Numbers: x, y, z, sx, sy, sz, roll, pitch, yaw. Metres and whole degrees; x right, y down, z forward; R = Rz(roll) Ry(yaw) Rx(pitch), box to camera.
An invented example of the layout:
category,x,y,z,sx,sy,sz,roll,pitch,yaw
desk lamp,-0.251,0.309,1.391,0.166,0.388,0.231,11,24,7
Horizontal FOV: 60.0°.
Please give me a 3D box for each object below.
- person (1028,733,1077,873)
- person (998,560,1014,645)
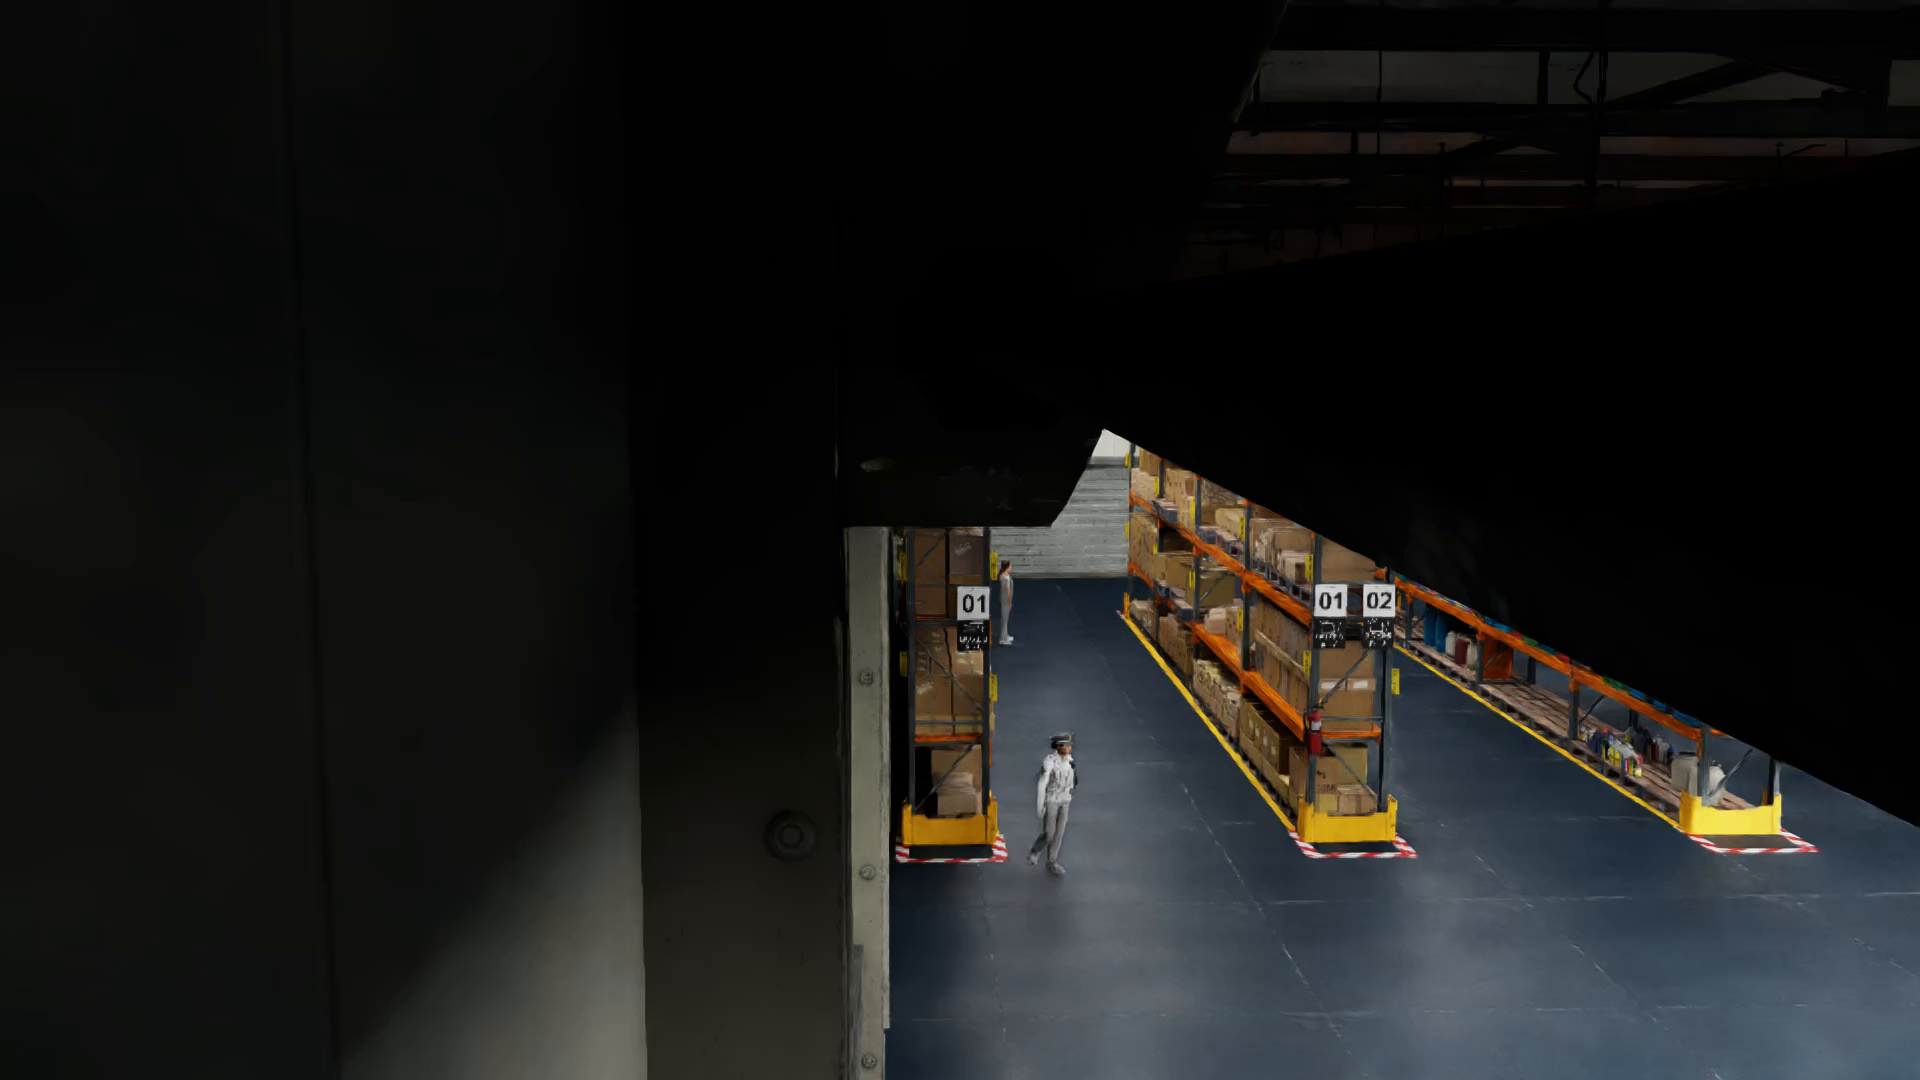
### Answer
category,x,y,z,sx,sy,sz,roll,pitch,yaw
person,1.074,3.037,19.374,0.528,1.668,0.519,-6,9,-39
person,0.937,1.227,33.278,0.379,1.676,0.565,-2,7,-13
